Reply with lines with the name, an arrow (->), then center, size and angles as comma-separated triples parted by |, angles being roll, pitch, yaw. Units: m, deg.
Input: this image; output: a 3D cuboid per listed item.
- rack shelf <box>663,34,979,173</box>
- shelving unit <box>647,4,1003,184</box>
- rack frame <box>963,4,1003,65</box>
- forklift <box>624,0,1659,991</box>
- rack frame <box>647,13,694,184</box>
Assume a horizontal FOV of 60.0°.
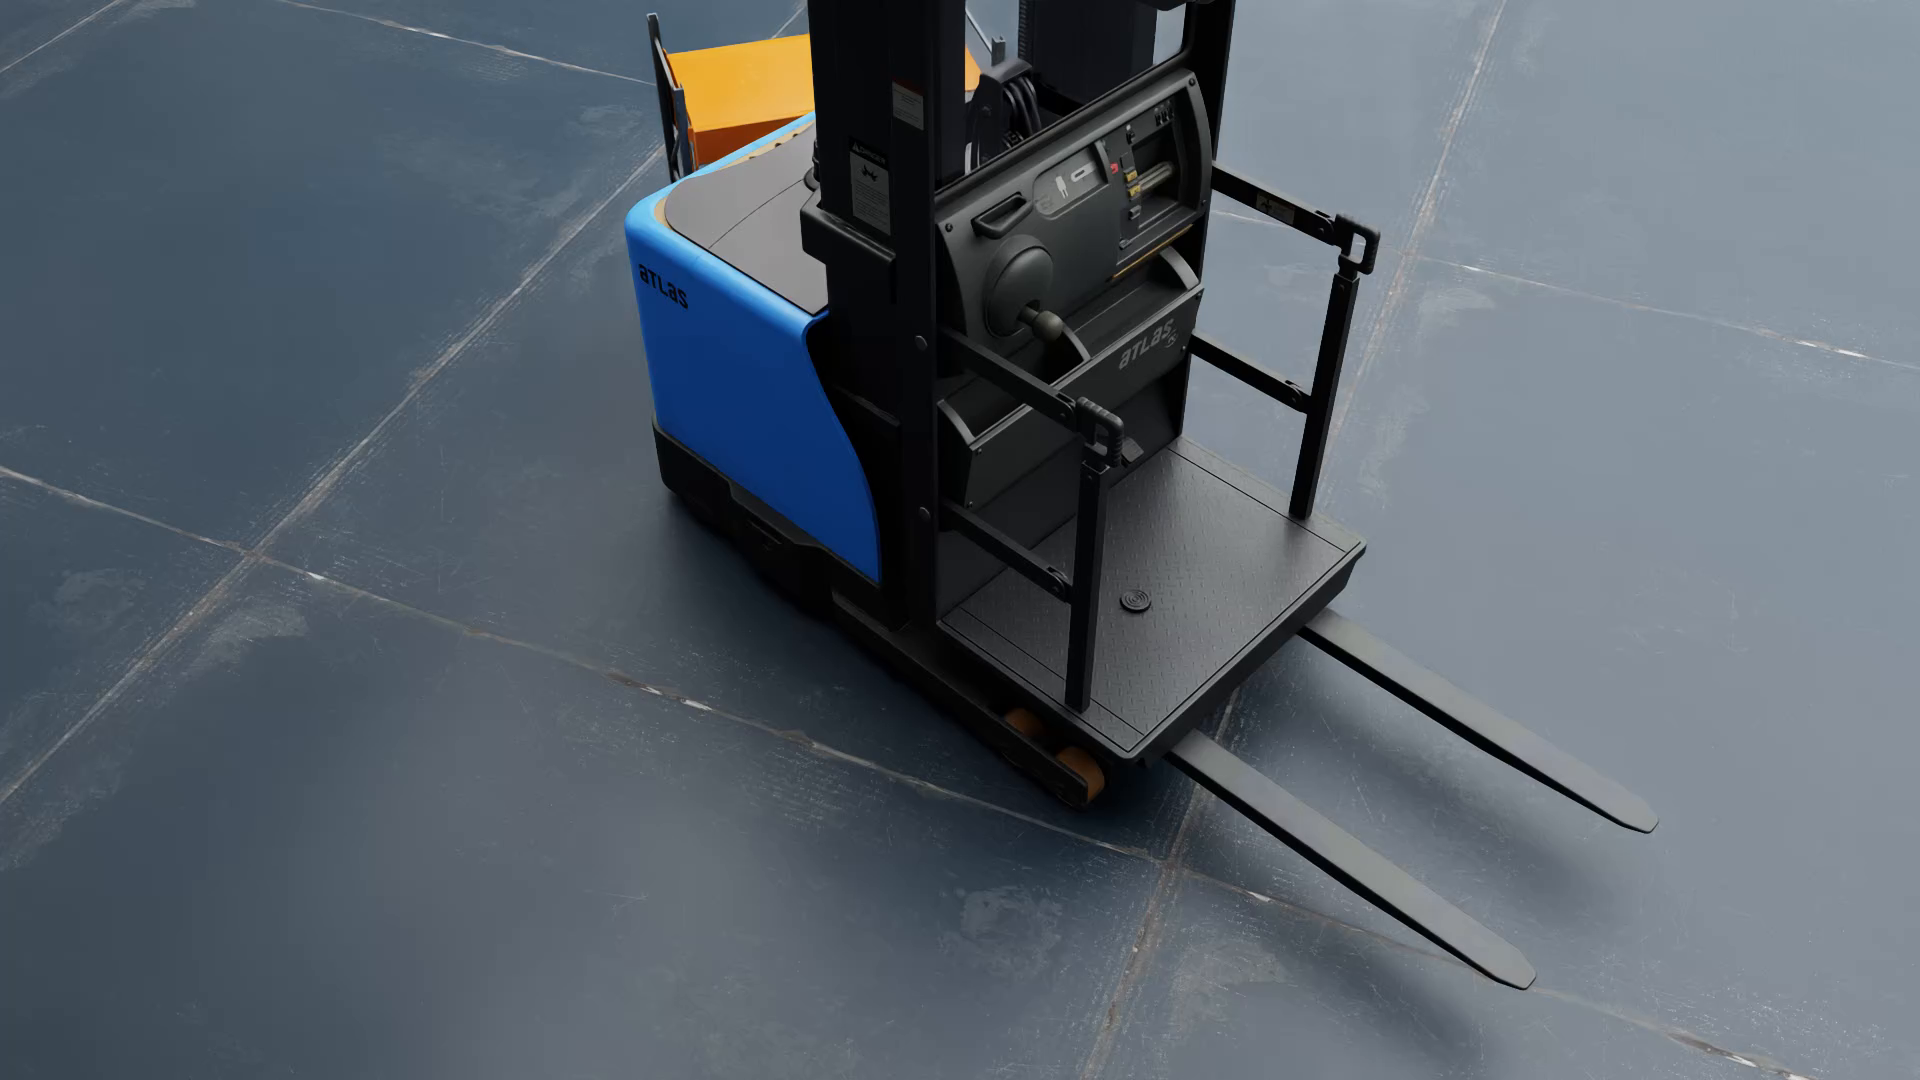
rack shelf -> -0.436, -1.442, 5.487 | 1.000, 0.278, 0.538 | -12, 46, -12
shelving unit -> -0.436, -1.235, 5.693 | 1.048, 1.125, 0.538 | -12, 46, -12
rack frame -> 0.050, -1.340, 5.799 | 0.032, 1.125, 0.500 | -12, 46, -12
forklift -> 0.451, -0.736, 3.912 | 3.031, 2.935, 1.130 | 34, 54, 29
rack frame -> -0.922, -1.130, 5.588 | 0.032, 1.125, 0.500 | -12, 46, -12
